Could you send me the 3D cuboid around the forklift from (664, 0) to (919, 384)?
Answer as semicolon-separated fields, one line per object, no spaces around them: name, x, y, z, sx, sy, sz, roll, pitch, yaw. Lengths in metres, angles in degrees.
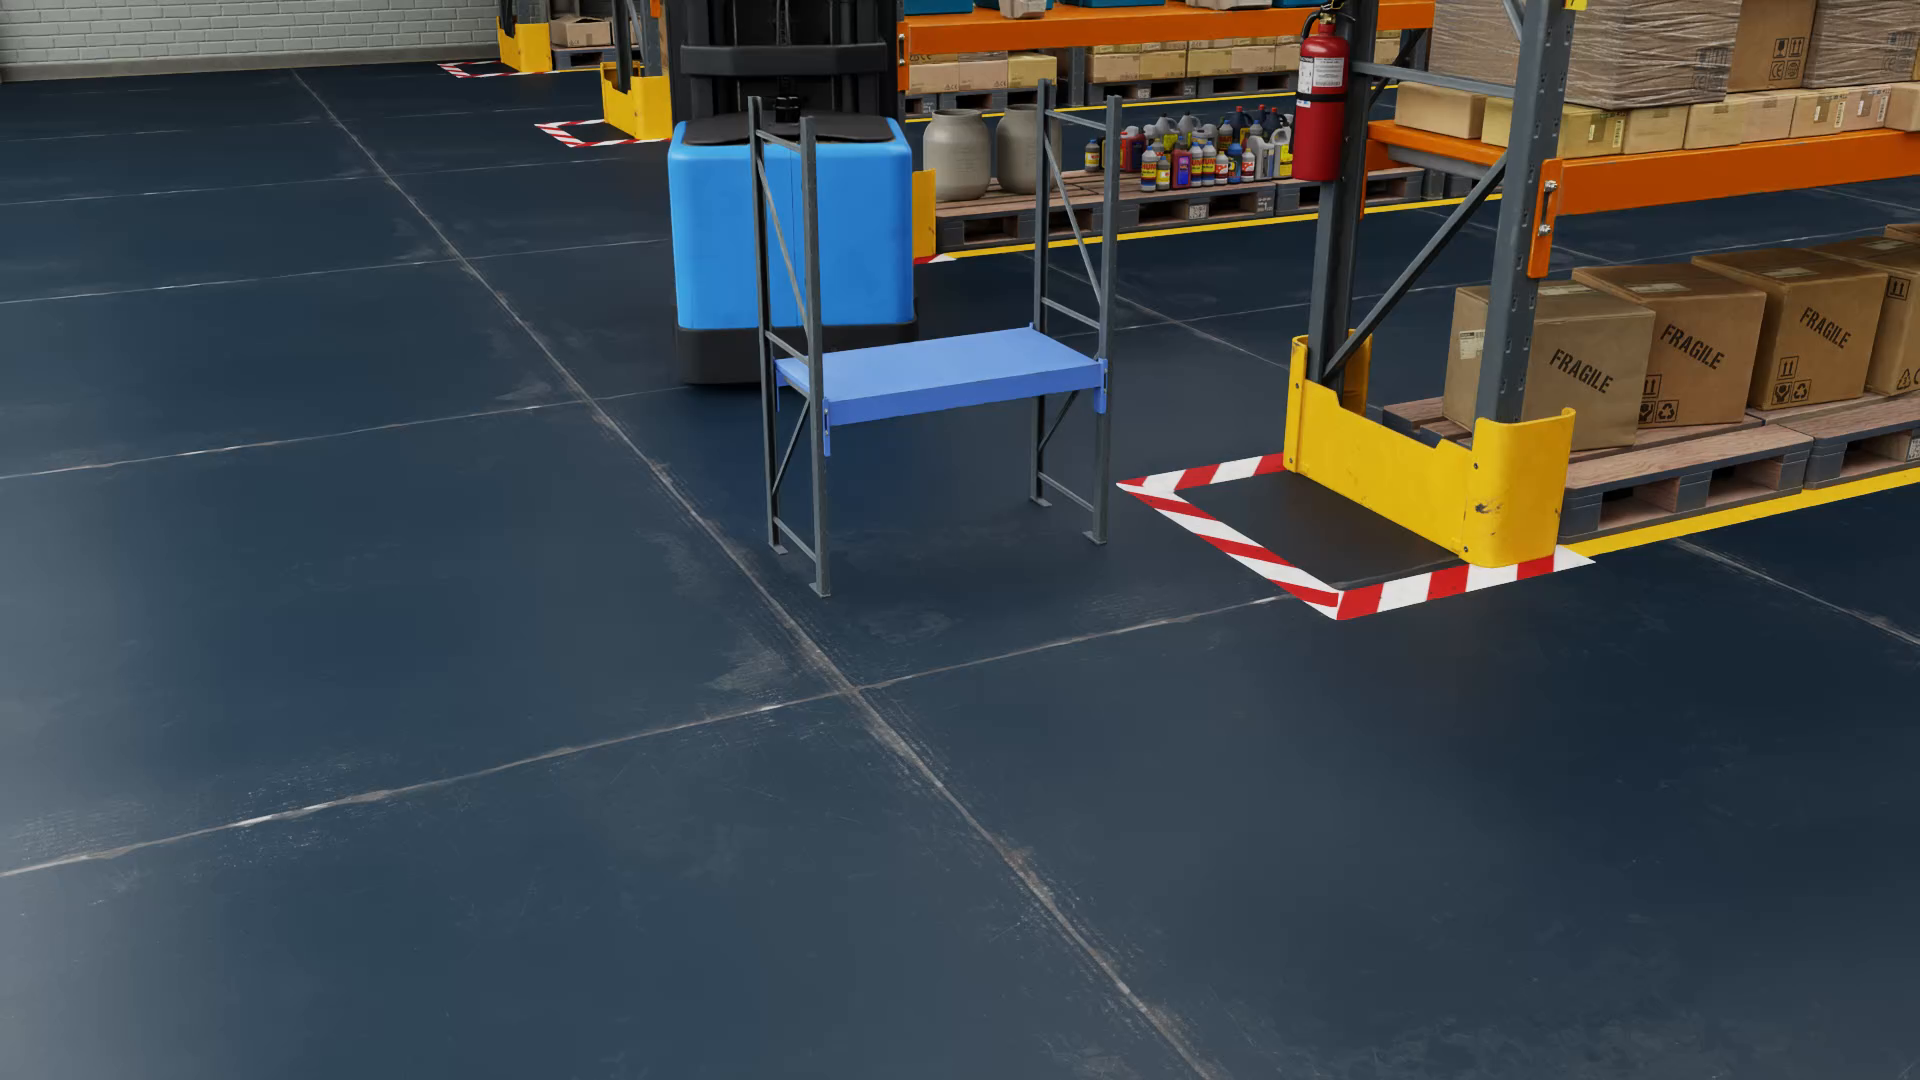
forklift;-0.871;-2.555;8.089;1.130;2.935;3.031;-3;23;-6

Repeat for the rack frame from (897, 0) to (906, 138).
rack frame;-0.578;-3.208;9.578;0.127;3.000;1.000;-10;25;-24

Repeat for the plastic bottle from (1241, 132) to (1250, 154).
plastic bottle;1.912;-2.539;10.939;0.133;0.283;0.061;-10;25;-24

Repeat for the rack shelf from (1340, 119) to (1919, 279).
rack shelf;3.372;-1.501;6.394;4.000;0.370;1.077;-10;25;-24

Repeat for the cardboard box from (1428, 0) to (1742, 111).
cardboard box;2.078;-1.767;5.576;0.500;0.500;0.875;-10;25;-24

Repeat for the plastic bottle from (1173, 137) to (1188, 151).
plastic bottle;1.490;-2.624;11.251;0.097;0.201;0.097;0;22;0

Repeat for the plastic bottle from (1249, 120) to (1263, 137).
plastic bottle;2.041;-2.758;11.482;0.097;0.271;0.097;0;22;0

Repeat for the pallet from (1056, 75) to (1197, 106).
pallet;1.528;-4.427;16.168;1.213;0.211;1.003;-10;25;-24

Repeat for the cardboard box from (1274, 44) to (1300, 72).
cardboard box;3.200;-4.826;16.533;0.500;0.250;0.500;-10;24;-22

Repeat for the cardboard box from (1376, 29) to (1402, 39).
cardboard box;4.120;-5.254;16.833;0.500;0.311;0.500;-10;24;-22

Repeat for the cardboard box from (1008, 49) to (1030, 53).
cardboard box;0.328;-4.880;15.684;0.500;0.500;0.500;-10;25;-24

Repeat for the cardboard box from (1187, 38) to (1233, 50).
cardboard box;2.281;-4.912;16.008;0.500;0.311;0.500;-11;25;-25

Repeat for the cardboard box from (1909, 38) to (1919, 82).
cardboard box;3.401;-2.038;6.232;0.500;0.500;0.875;-10;25;-24

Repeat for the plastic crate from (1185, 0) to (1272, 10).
plastic crate;1.673;-3.393;10.370;0.437;0.136;0.530;-10;25;-24

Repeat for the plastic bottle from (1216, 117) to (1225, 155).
plastic bottle;1.782;-2.785;11.531;0.133;0.283;0.061;-9;24;-21

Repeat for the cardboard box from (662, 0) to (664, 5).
cardboard box;-3.016;-5.953;18.903;0.500;0.500;0.700;-12;25;-27

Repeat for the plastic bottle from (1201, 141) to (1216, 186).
plastic bottle;1.590;-2.418;10.661;0.097;0.271;0.097;0;22;0

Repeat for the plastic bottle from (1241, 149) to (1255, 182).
plastic bottle;1.864;-2.436;10.796;0.097;0.201;0.097;0;22;0

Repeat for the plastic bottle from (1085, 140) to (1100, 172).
plastic bottle;0.887;-2.574;11.130;0.097;0.201;0.097;0;22;0

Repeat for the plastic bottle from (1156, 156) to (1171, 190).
plastic bottle;1.284;-2.329;10.538;0.097;0.201;0.097;0;22;0

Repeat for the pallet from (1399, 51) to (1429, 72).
pallet;5.175;-5.065;17.711;1.213;0.211;1.003;-10;25;-24

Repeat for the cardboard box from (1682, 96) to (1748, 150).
cardboard box;2.396;-1.421;5.590;0.250;0.149;0.380;-10;25;-24

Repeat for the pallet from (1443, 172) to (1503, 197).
pallet;3.717;-2.727;12.062;1.213;0.211;1.003;-10;25;-24

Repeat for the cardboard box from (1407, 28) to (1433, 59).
cardboard box;5.020;-5.268;17.248;0.500;0.500;0.500;-9;24;-21

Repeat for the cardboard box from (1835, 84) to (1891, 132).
cardboard box;3.054;-1.560;5.925;0.250;0.149;0.380;-10;25;-24

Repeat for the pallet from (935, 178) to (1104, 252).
pallet;0.204;-2.081;10.502;1.213;0.211;1.003;-10;25;-24

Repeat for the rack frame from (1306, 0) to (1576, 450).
rack frame;1.570;-1.501;5.455;0.127;3.000;1.000;-10;25;-24

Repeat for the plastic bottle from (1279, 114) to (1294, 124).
plastic bottle;2.269;-2.852;11.703;0.135;0.276;0.152;-9;24;-22

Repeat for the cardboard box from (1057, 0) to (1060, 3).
cardboard box;1.193;-6.815;20.985;0.500;0.500;0.700;-10;25;-24

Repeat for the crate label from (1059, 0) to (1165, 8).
crate label;0.963;-3.623;10.534;0.616;0.435;0.502;-10;25;-24

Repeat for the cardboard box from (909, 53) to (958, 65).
cardboard box;-0.346;-4.534;14.847;0.500;0.500;0.500;-10;25;-24

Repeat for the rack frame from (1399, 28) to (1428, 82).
rack frame;4.485;-6.243;16.910;0.127;3.000;1.000;-10;25;-24

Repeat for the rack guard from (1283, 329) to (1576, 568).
rack guard;1.639;-0.359;5.963;0.348;0.500;1.175;-10;25;-24

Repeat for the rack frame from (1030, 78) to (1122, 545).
rack frame;0.381;-0.763;5.633;0.032;1.500;0.500;-10;25;-24

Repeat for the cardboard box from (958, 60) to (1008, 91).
cardboard box;0.103;-4.271;15.192;0.500;0.250;0.500;-10;25;-24

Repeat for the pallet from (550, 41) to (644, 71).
pallet;-4.059;-5.469;18.686;1.213;0.211;1.003;-10;25;-24

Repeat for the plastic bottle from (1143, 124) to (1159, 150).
plastic bottle;1.251;-2.664;11.250;0.135;0.276;0.152;-11;25;-25

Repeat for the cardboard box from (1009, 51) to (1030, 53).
cardboard box;0.332;-4.530;15.819;0.500;0.250;0.500;-10;25;-24

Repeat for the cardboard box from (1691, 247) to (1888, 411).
cardboard box;3.236;-0.846;6.592;0.500;0.500;0.500;-8;24;-19

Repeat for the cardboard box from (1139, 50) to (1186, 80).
cardboard box;1.813;-4.569;15.911;0.500;0.250;0.500;-10;24;-22

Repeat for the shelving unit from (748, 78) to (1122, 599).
shelving unit;-0.077;-0.679;5.429;1.048;1.500;0.538;-10;25;-24
